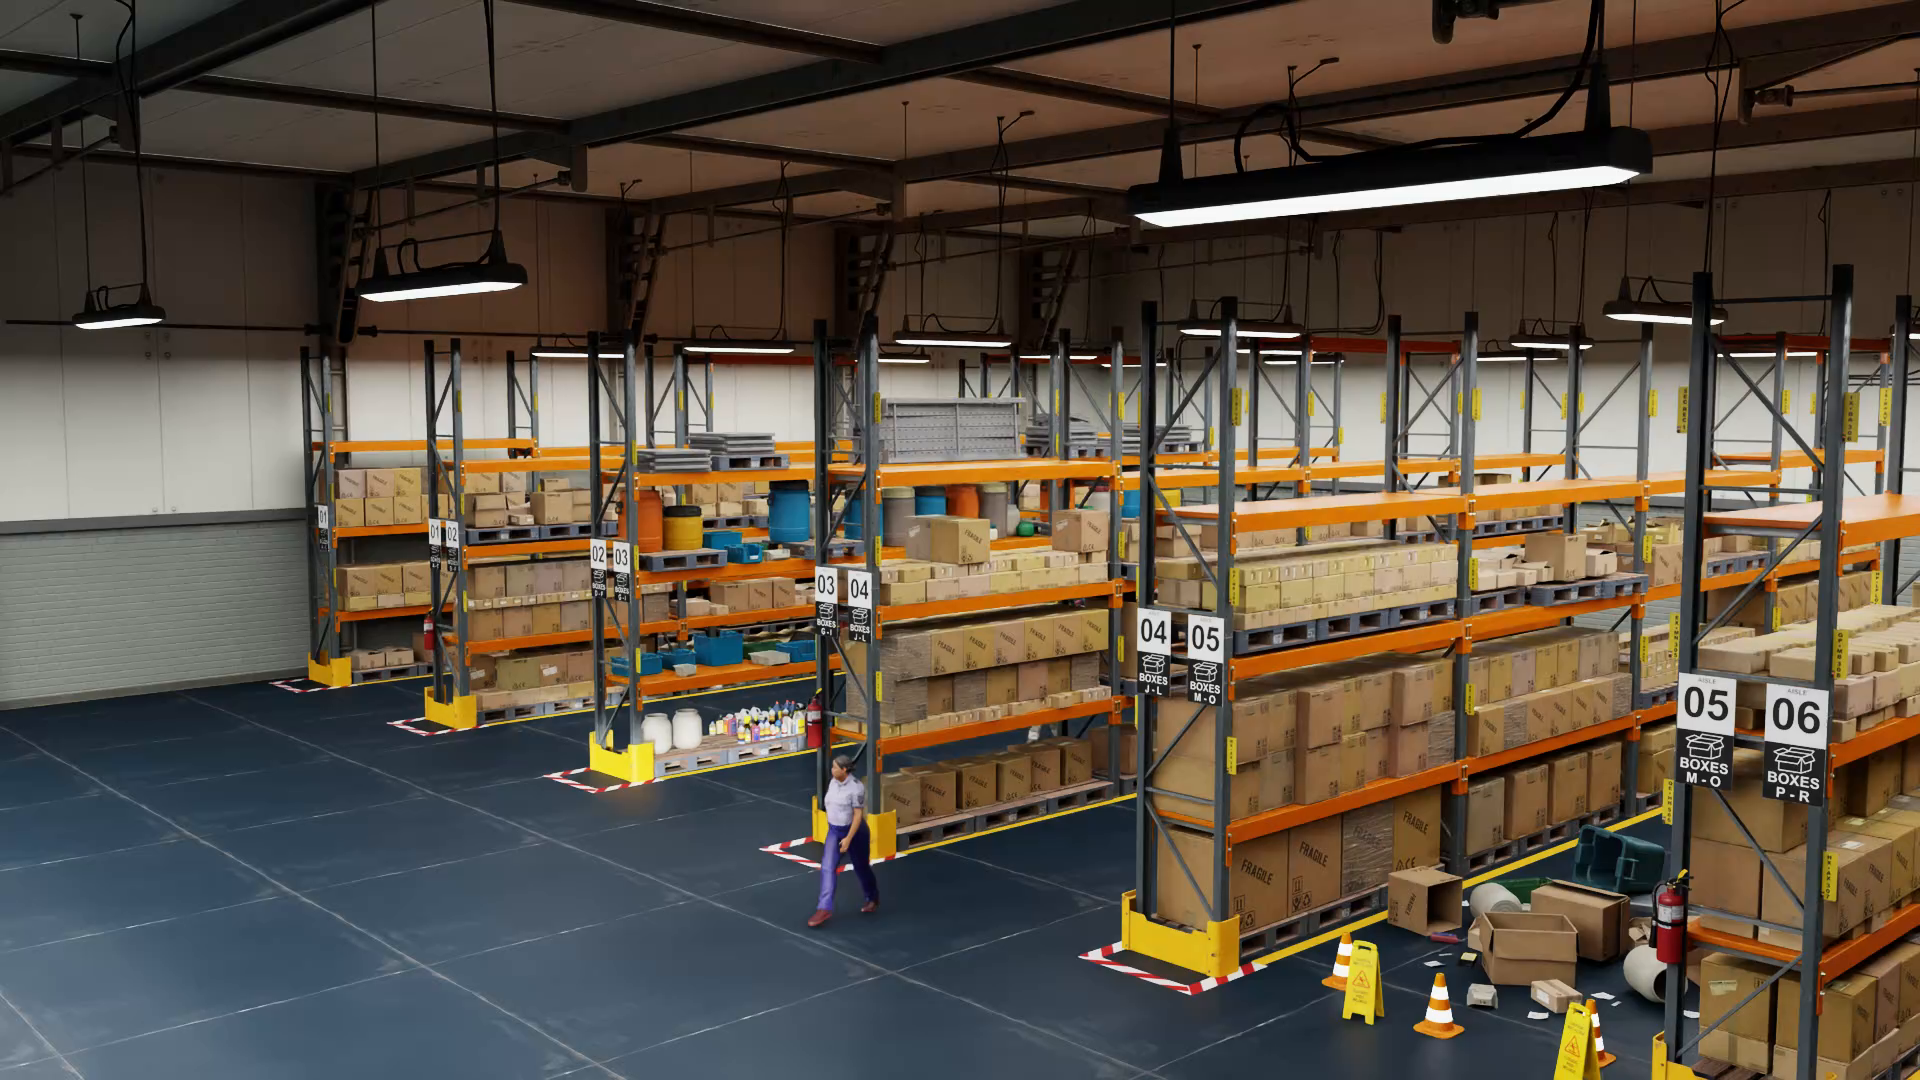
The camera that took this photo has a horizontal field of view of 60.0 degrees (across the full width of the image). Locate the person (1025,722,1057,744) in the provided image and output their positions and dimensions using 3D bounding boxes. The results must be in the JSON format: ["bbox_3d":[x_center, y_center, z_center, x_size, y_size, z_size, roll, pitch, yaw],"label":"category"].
[{"bbox_3d":[1.121,2.184,23.639,0.875,1.746,0.578,-1,5,-16],"label":"person"}]

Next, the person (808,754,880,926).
[{"bbox_3d":[-1.151,2.913,16.343,0.508,1.599,0.896,4,6,36],"label":"person"}]
